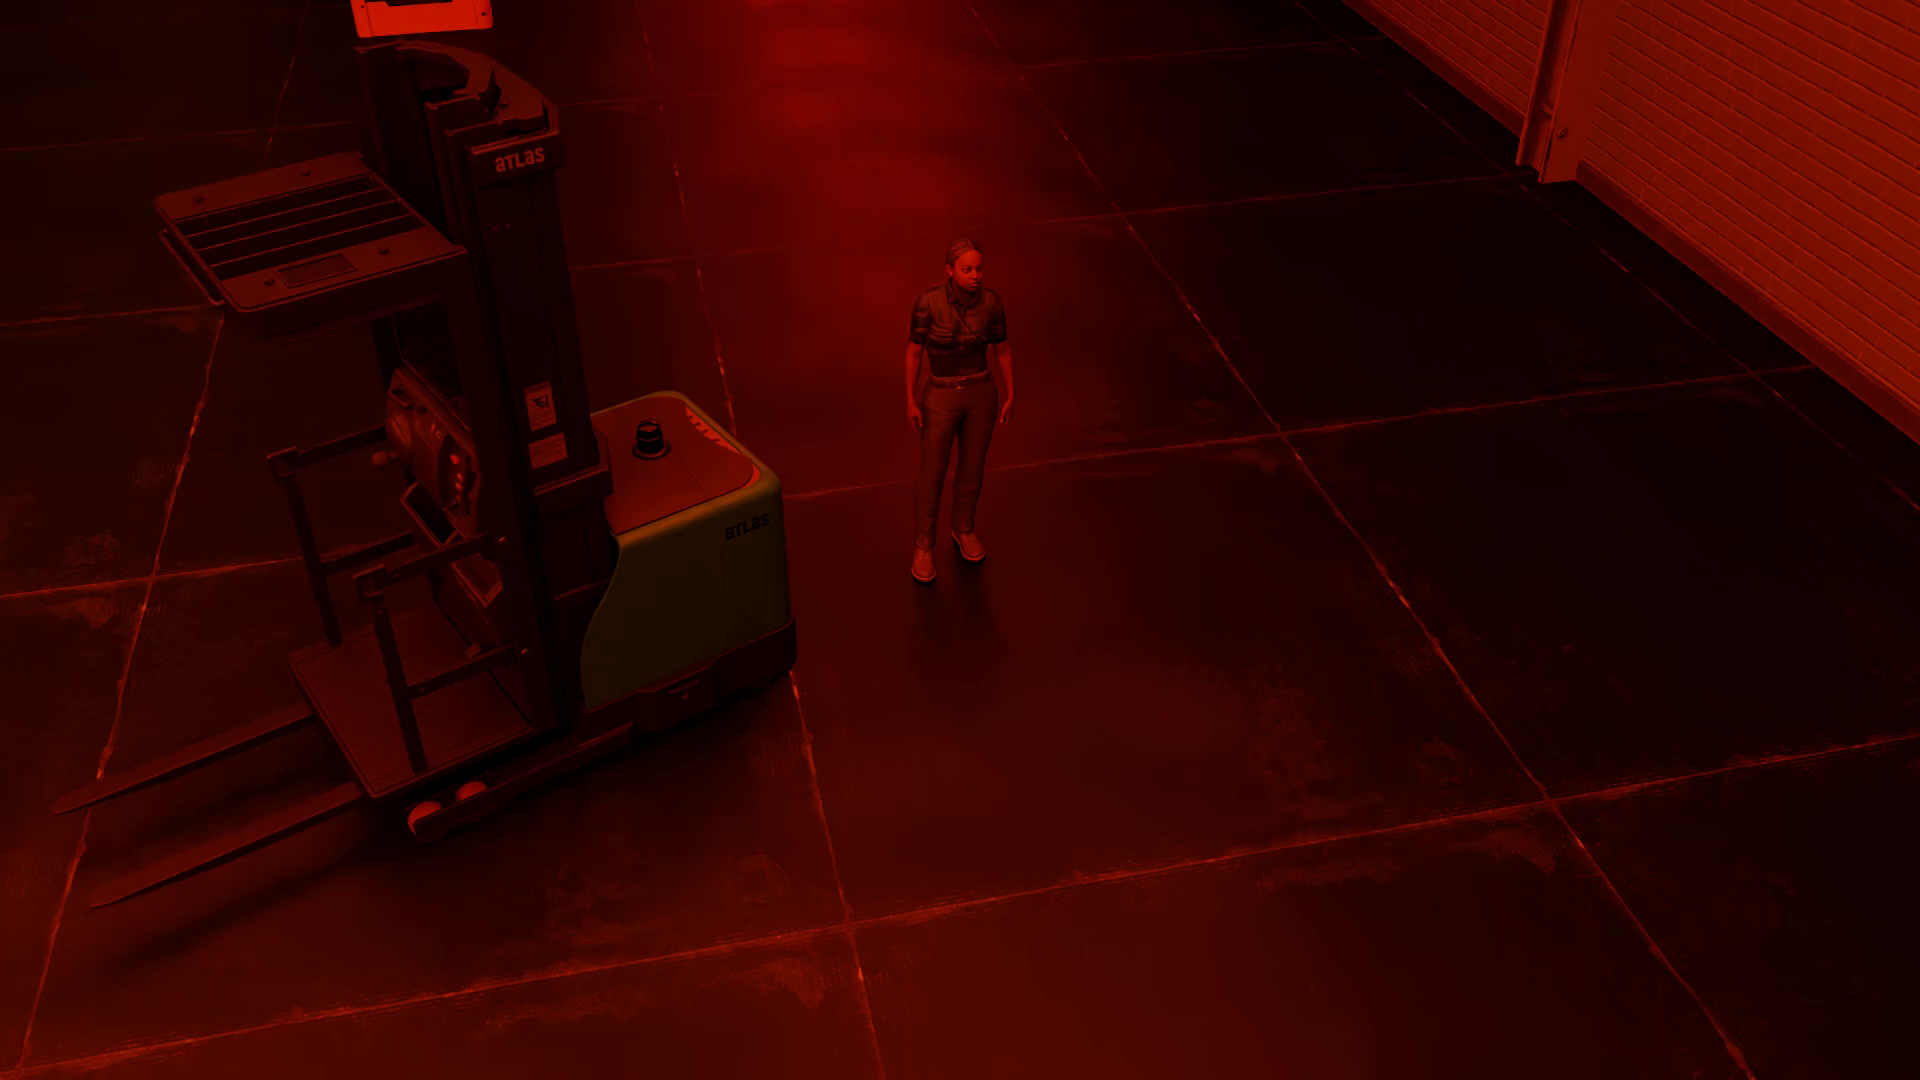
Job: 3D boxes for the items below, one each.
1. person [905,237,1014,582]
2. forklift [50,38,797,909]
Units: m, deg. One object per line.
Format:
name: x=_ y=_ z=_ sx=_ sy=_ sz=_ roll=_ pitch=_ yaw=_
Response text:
person: x=0.000 y=-0.625 z=7.999 sx=0.569 sy=1.656 sz=0.503 roll=-8 pitch=36 yaw=-11
forklift: x=-2.242 y=-0.302 z=6.470 sx=3.031 sy=2.935 sz=1.130 roll=-23 pitch=42 yaw=-29
